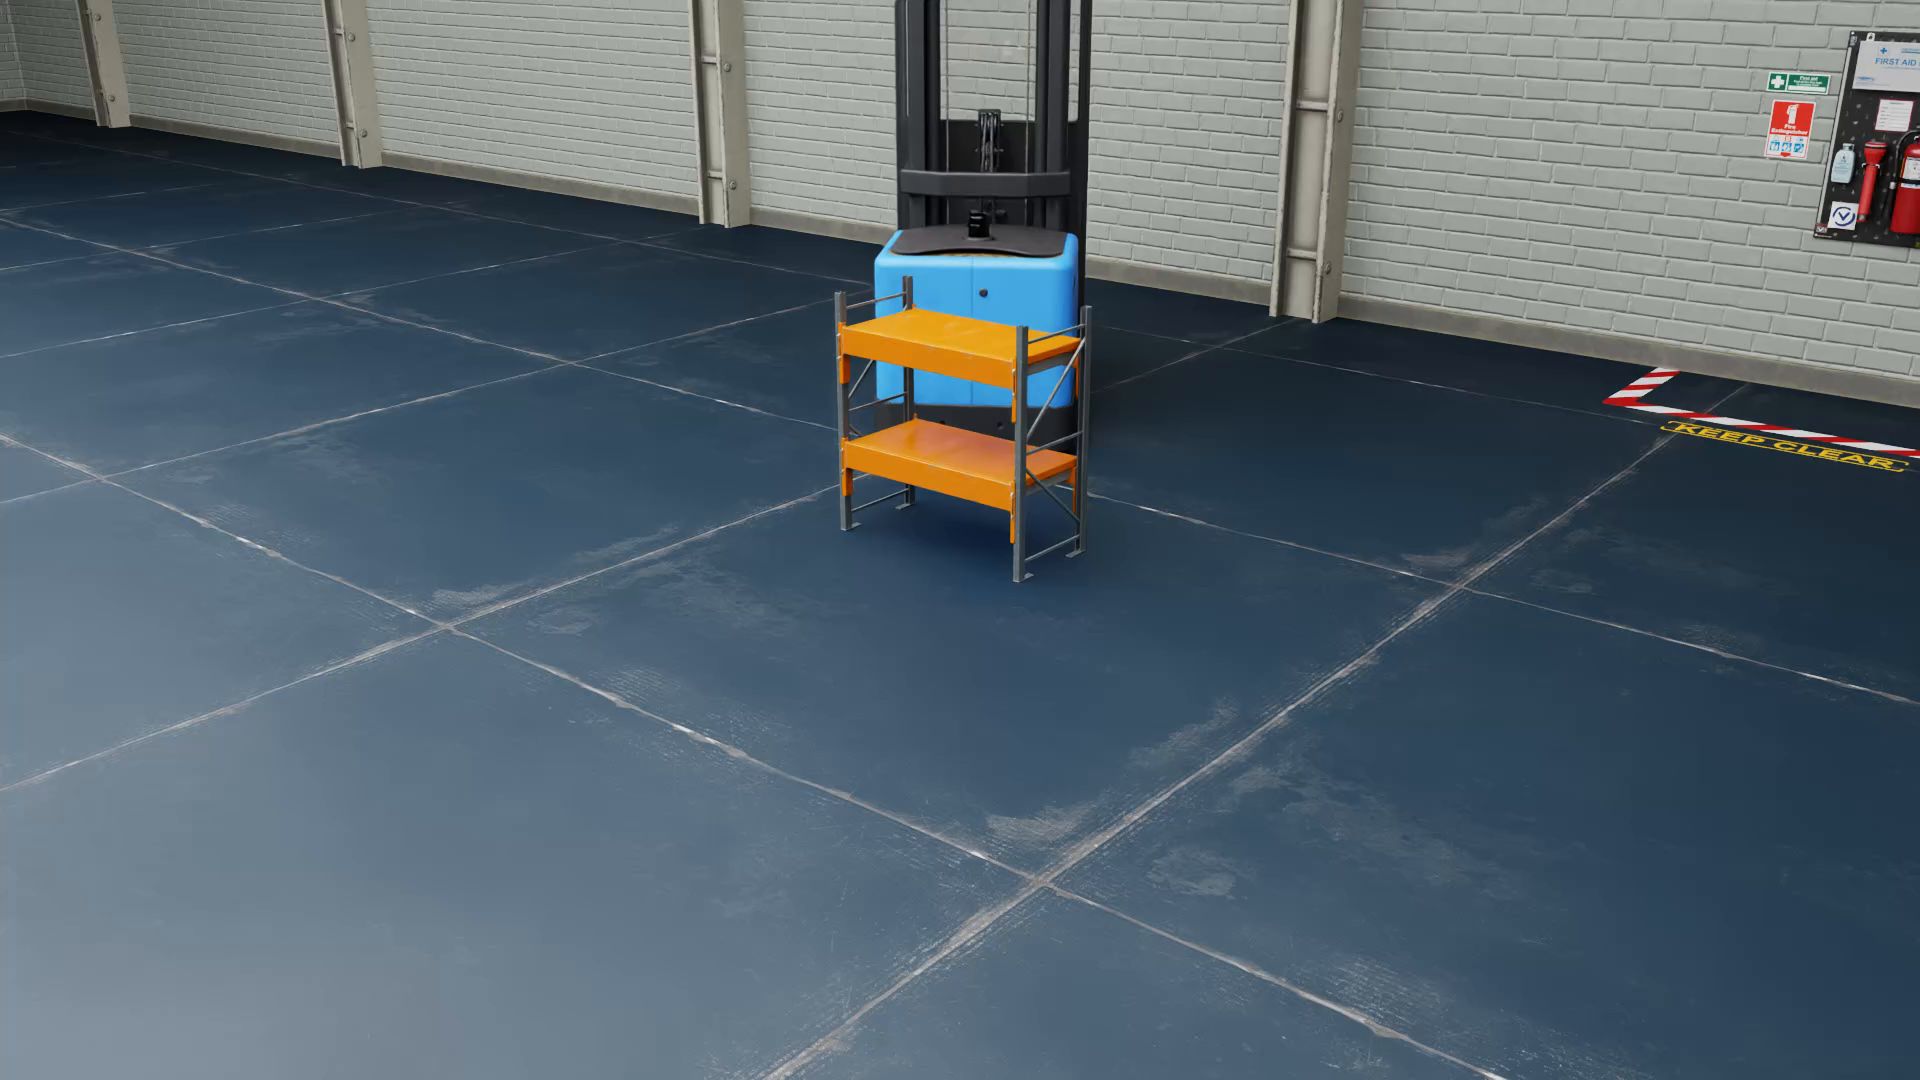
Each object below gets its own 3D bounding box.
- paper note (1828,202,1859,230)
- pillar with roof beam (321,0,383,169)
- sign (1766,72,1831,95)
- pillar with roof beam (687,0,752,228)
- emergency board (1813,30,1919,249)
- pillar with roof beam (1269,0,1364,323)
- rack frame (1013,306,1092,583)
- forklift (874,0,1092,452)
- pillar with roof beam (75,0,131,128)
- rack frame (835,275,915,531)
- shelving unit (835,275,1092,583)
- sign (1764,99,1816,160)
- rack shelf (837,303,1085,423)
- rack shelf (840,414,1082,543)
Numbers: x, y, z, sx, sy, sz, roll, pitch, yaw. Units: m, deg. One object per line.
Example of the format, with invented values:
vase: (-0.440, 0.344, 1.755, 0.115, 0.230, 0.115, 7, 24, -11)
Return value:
paper note: (5.133, -1.884, 9.661, 0.142, 0.148, 0.016, 16, 26, 36)
pillar with roof beam: (-9.550, -7.322, 14.331, 0.400, 9.000, 9.100, 16, 26, 36)
sign: (4.861, -2.650, 9.644, 0.331, 0.109, 0.001, 16, 26, 36)
pillar with roof beam: (-4.902, -5.983, 10.781, 0.400, 9.000, 9.100, 16, 26, 36)
emergency board: (5.226, -2.238, 9.351, 0.643, 1.169, 0.194, 16, 26, 36)
pillar with roof beam: (-0.254, -4.645, 7.232, 0.400, 9.000, 9.100, 16, 26, 36)
rack frame: (0.399, -0.411, 7.165, 0.032, 1.125, 0.500, 16, 26, 36)
forklift: (0.207, -2.309, 9.636, 1.130, 2.935, 3.031, 2, 21, 5)
pillar with roof beam: (-14.199, -8.661, 17.881, 0.400, 9.000, 9.100, 16, 26, 36)
rack frame: (-0.389, -0.638, 7.766, 0.032, 1.125, 0.500, 16, 26, 36)
shelving unit: (0.005, -0.525, 7.466, 1.048, 1.125, 0.538, 16, 26, 36)
sign: (4.863, -2.406, 9.746, 0.234, 0.329, 0.001, 16, 26, 36)
rack shelf: (0.005, -0.799, 7.362, 1.000, 0.278, 0.538, 16, 26, 36)
rack shelf: (0.005, -0.296, 7.552, 1.000, 0.278, 0.538, 16, 26, 36)
